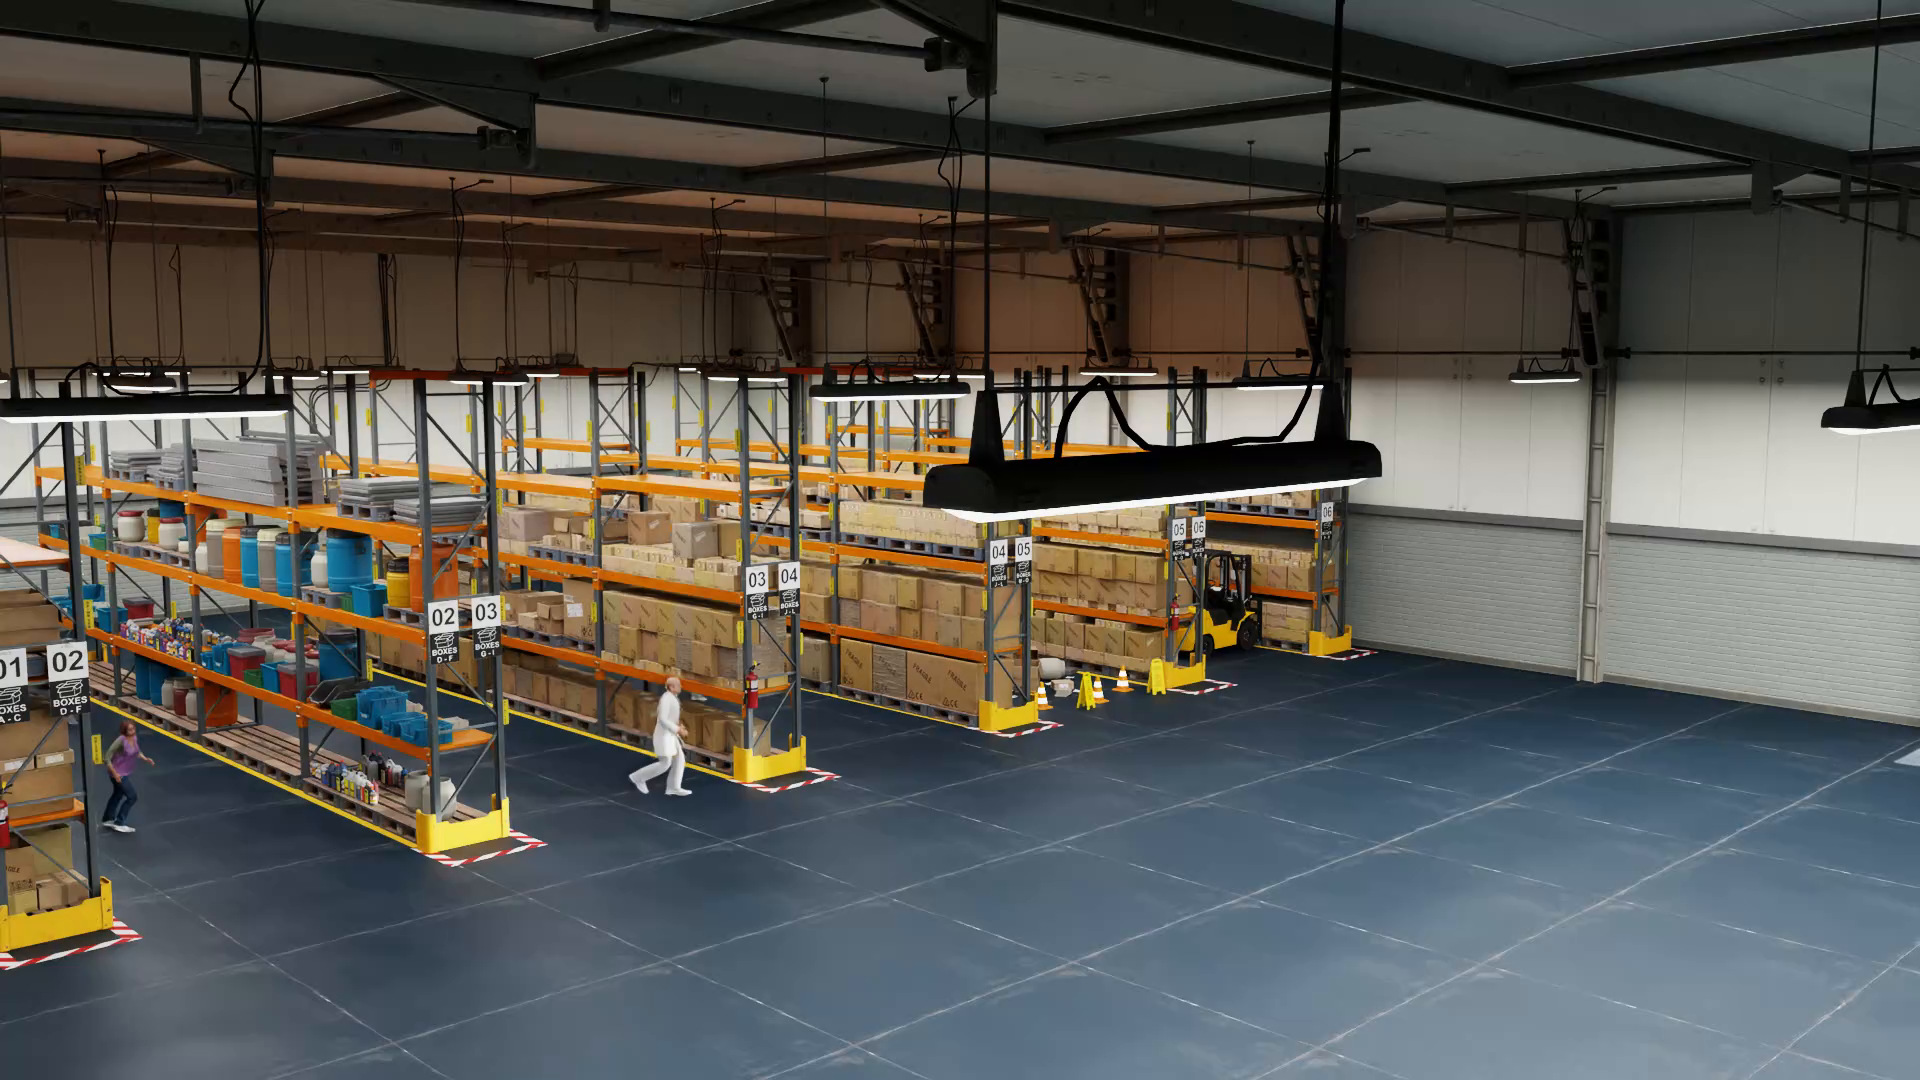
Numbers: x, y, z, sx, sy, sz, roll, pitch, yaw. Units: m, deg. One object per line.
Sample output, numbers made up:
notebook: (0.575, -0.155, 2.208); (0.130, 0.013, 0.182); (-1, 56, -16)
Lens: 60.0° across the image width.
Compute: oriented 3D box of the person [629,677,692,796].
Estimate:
person: (-4.278, 2.805, 23.700); (0.867, 1.733, 0.707); (0, 6, 2)

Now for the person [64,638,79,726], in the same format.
person: (-15.370, 2.395, 28.446); (1.172, 1.549, 0.644); (6, 9, 41)

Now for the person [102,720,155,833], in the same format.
person: (-11.070, 3.111, 22.043); (0.756, 1.538, 0.573); (-1, 6, -7)

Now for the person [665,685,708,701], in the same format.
person: (-4.980, 2.122, 30.242); (0.811, 1.624, 0.560); (2, 7, 19)
